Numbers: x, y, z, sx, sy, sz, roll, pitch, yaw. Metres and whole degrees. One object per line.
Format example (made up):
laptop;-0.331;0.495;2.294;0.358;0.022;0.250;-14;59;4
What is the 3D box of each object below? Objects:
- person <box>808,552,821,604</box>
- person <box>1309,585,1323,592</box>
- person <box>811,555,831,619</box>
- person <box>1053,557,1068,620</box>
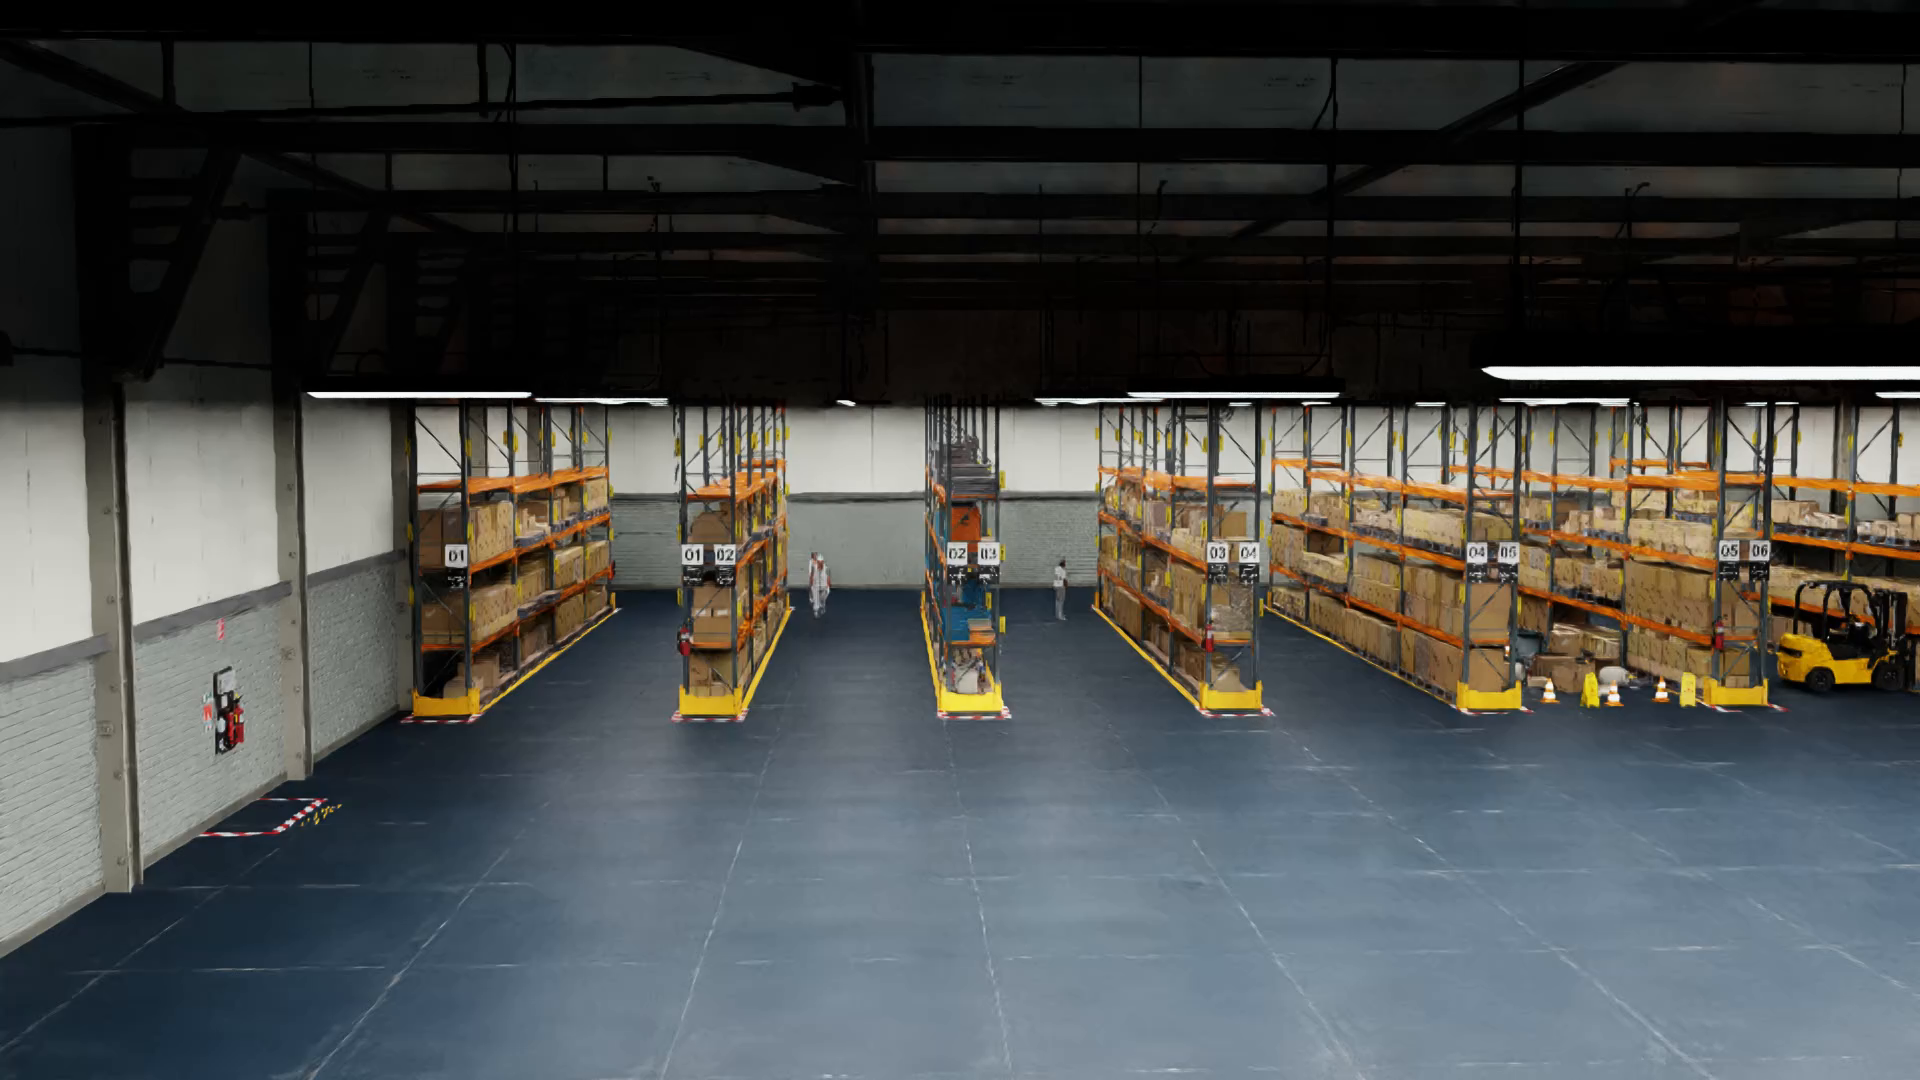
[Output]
person;-4.247;1.098;48.687;0.411;1.533;0.957;-1;5;-11
person;10.377;1.051;48.813;0.603;1.627;0.720;-2;5;-28
person;-3.810;1.264;45.459;0.550;1.709;1.128;0;5;-5
person;2.773;1.312;45.160;0.440;1.671;0.551;-3;5;-30
